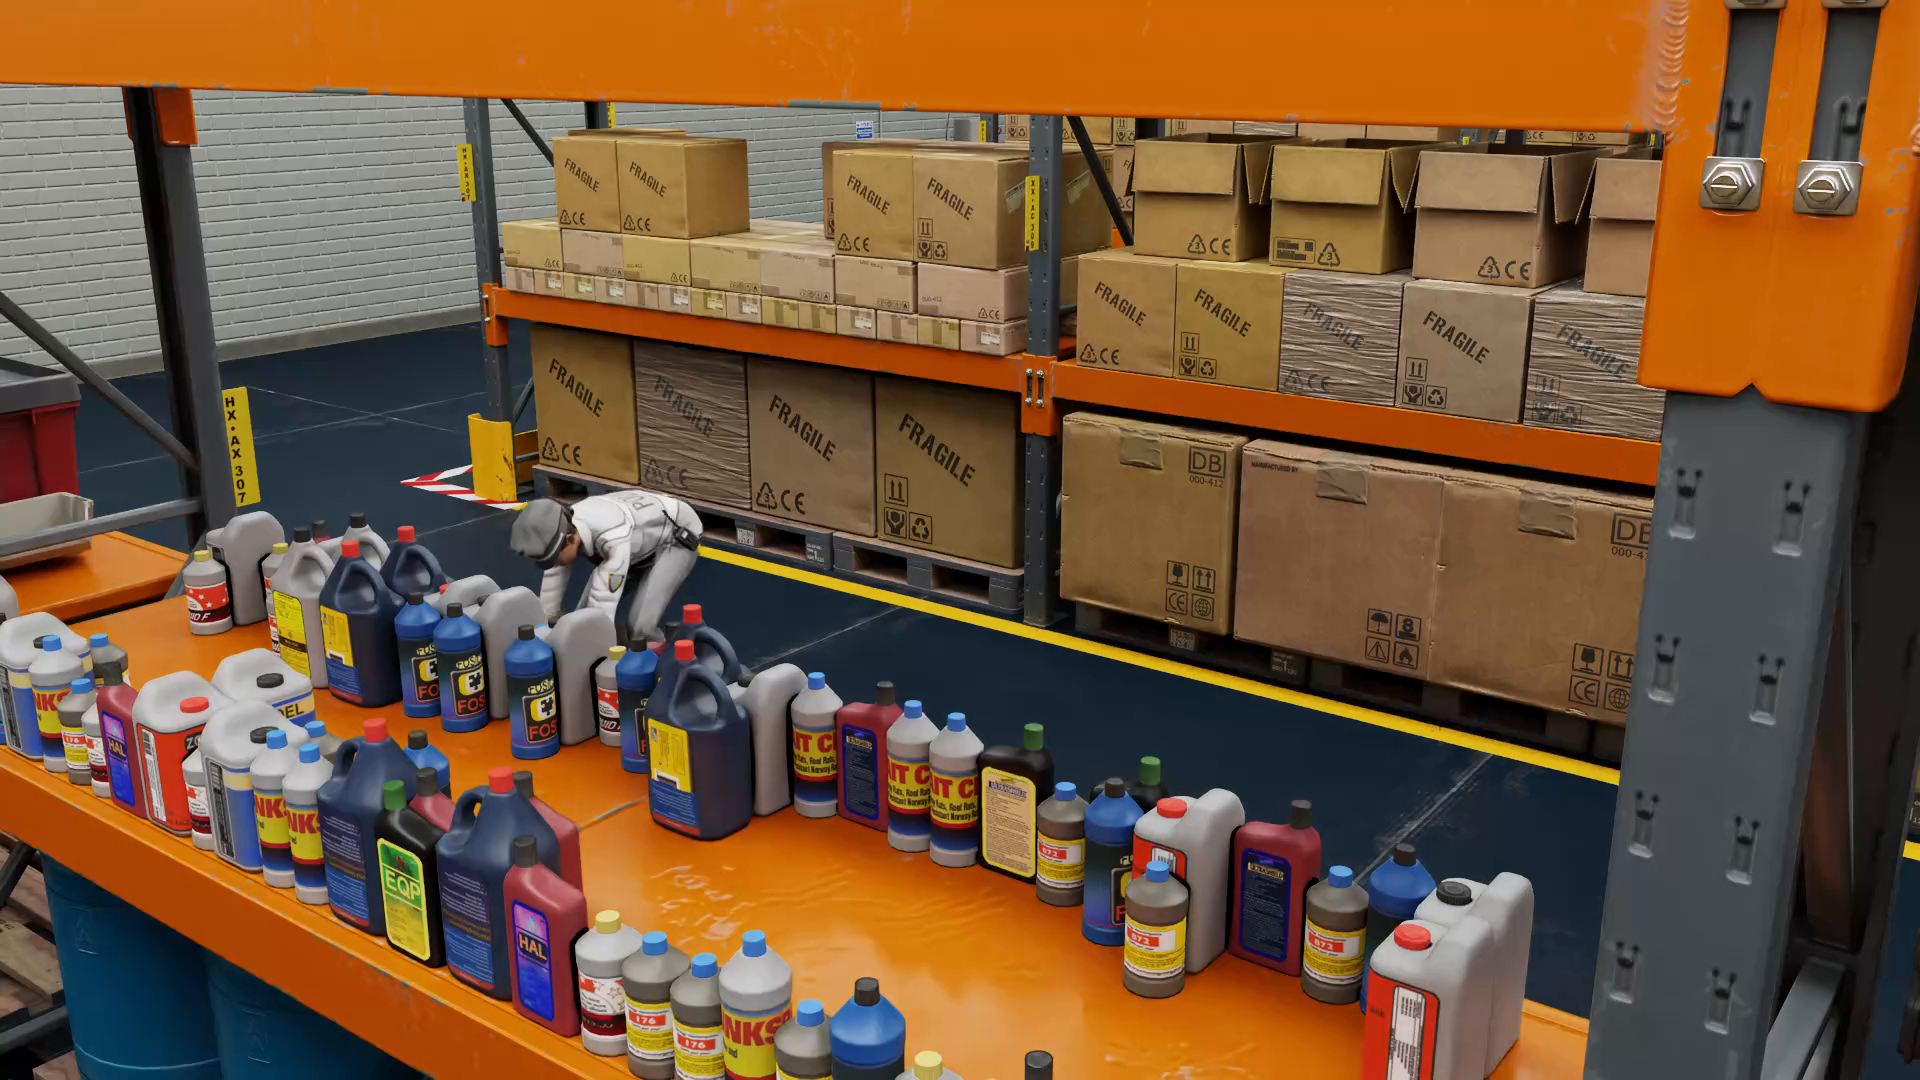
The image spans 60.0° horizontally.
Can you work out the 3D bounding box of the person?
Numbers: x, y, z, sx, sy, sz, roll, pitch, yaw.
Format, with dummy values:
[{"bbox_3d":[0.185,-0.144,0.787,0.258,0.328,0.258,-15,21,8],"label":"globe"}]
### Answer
[{"bbox_3d":[-1.439,0.255,6.821,0.447,1.018,0.920,11,20,32],"label":"person"}]
